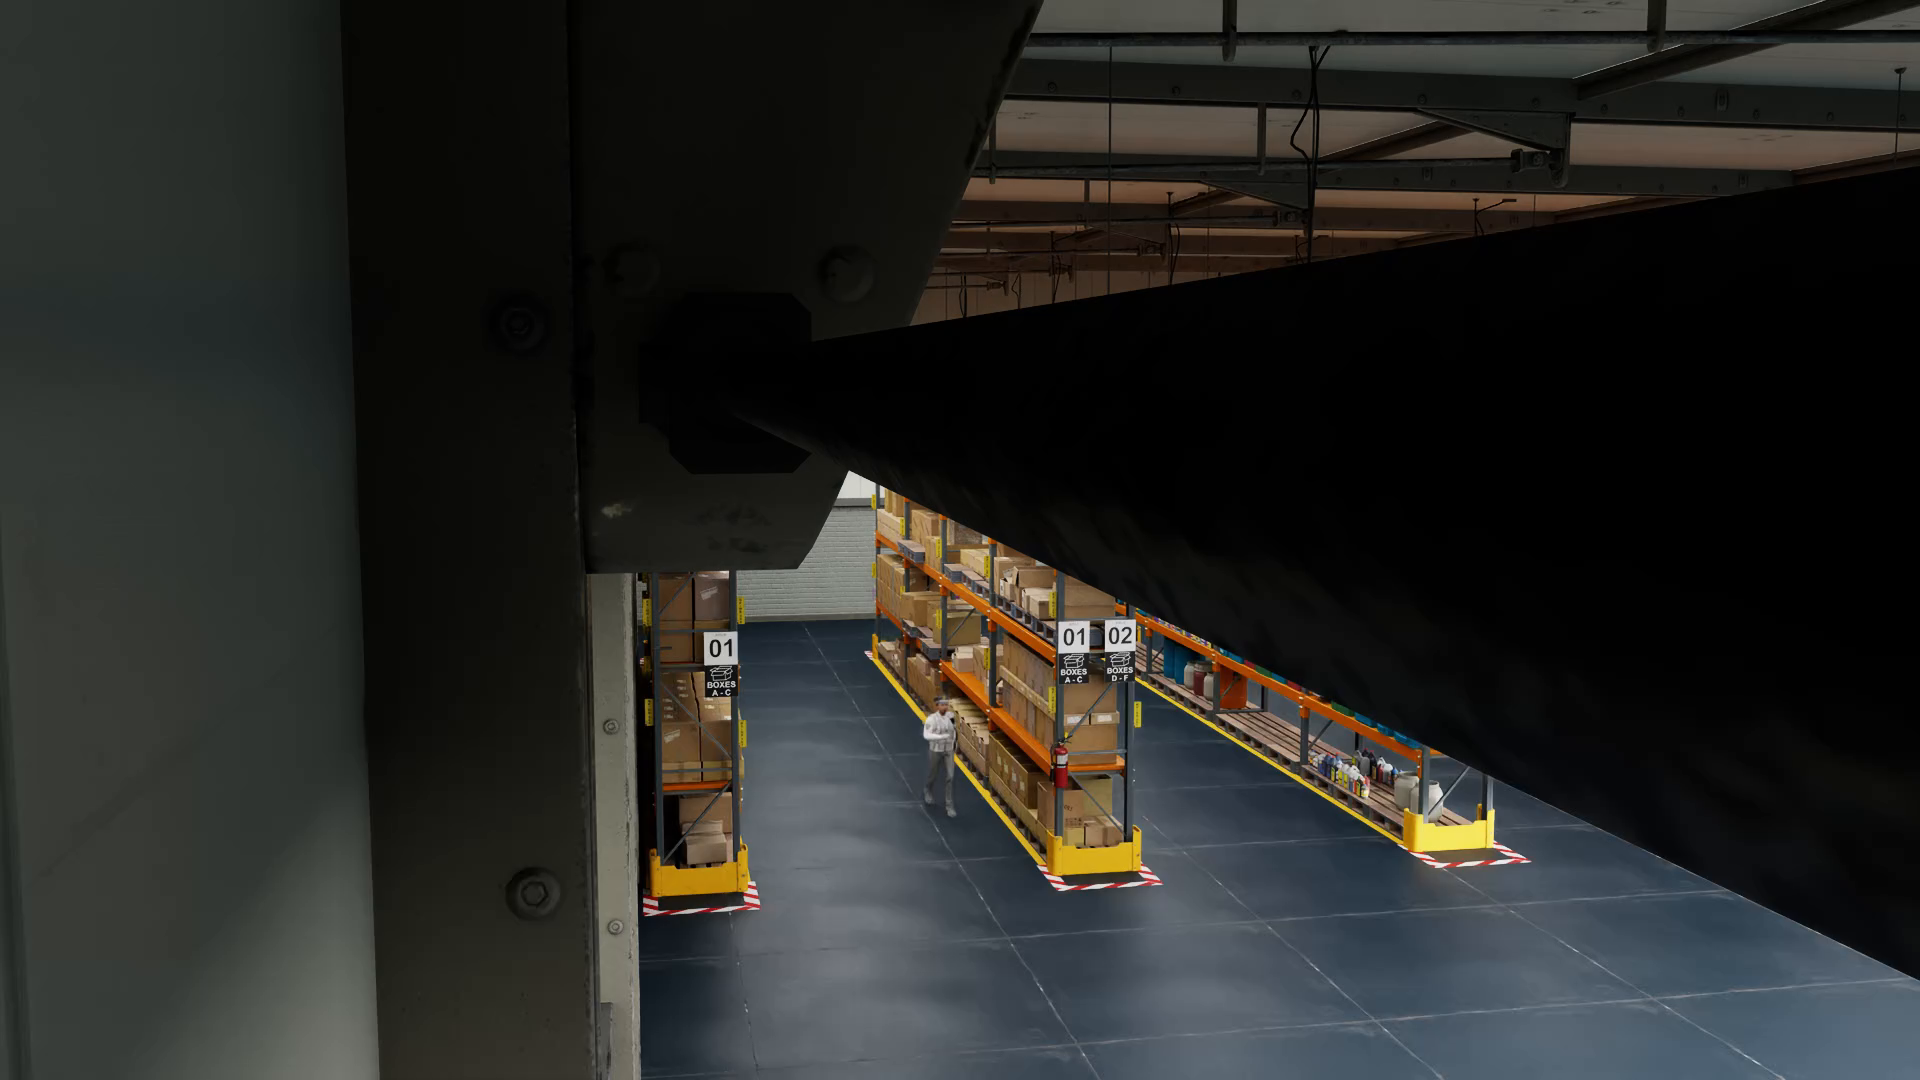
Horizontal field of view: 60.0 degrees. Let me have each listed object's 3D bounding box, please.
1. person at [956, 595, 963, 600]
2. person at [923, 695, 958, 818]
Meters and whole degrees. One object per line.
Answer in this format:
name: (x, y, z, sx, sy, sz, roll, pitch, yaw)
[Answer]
person: (0.139, 1.650, 37.360, 0.793, 1.689, 0.780, 4, 7, 31)
person: (-0.277, 3.026, 23.773, 0.598, 1.702, 0.919, -2, 6, -22)
